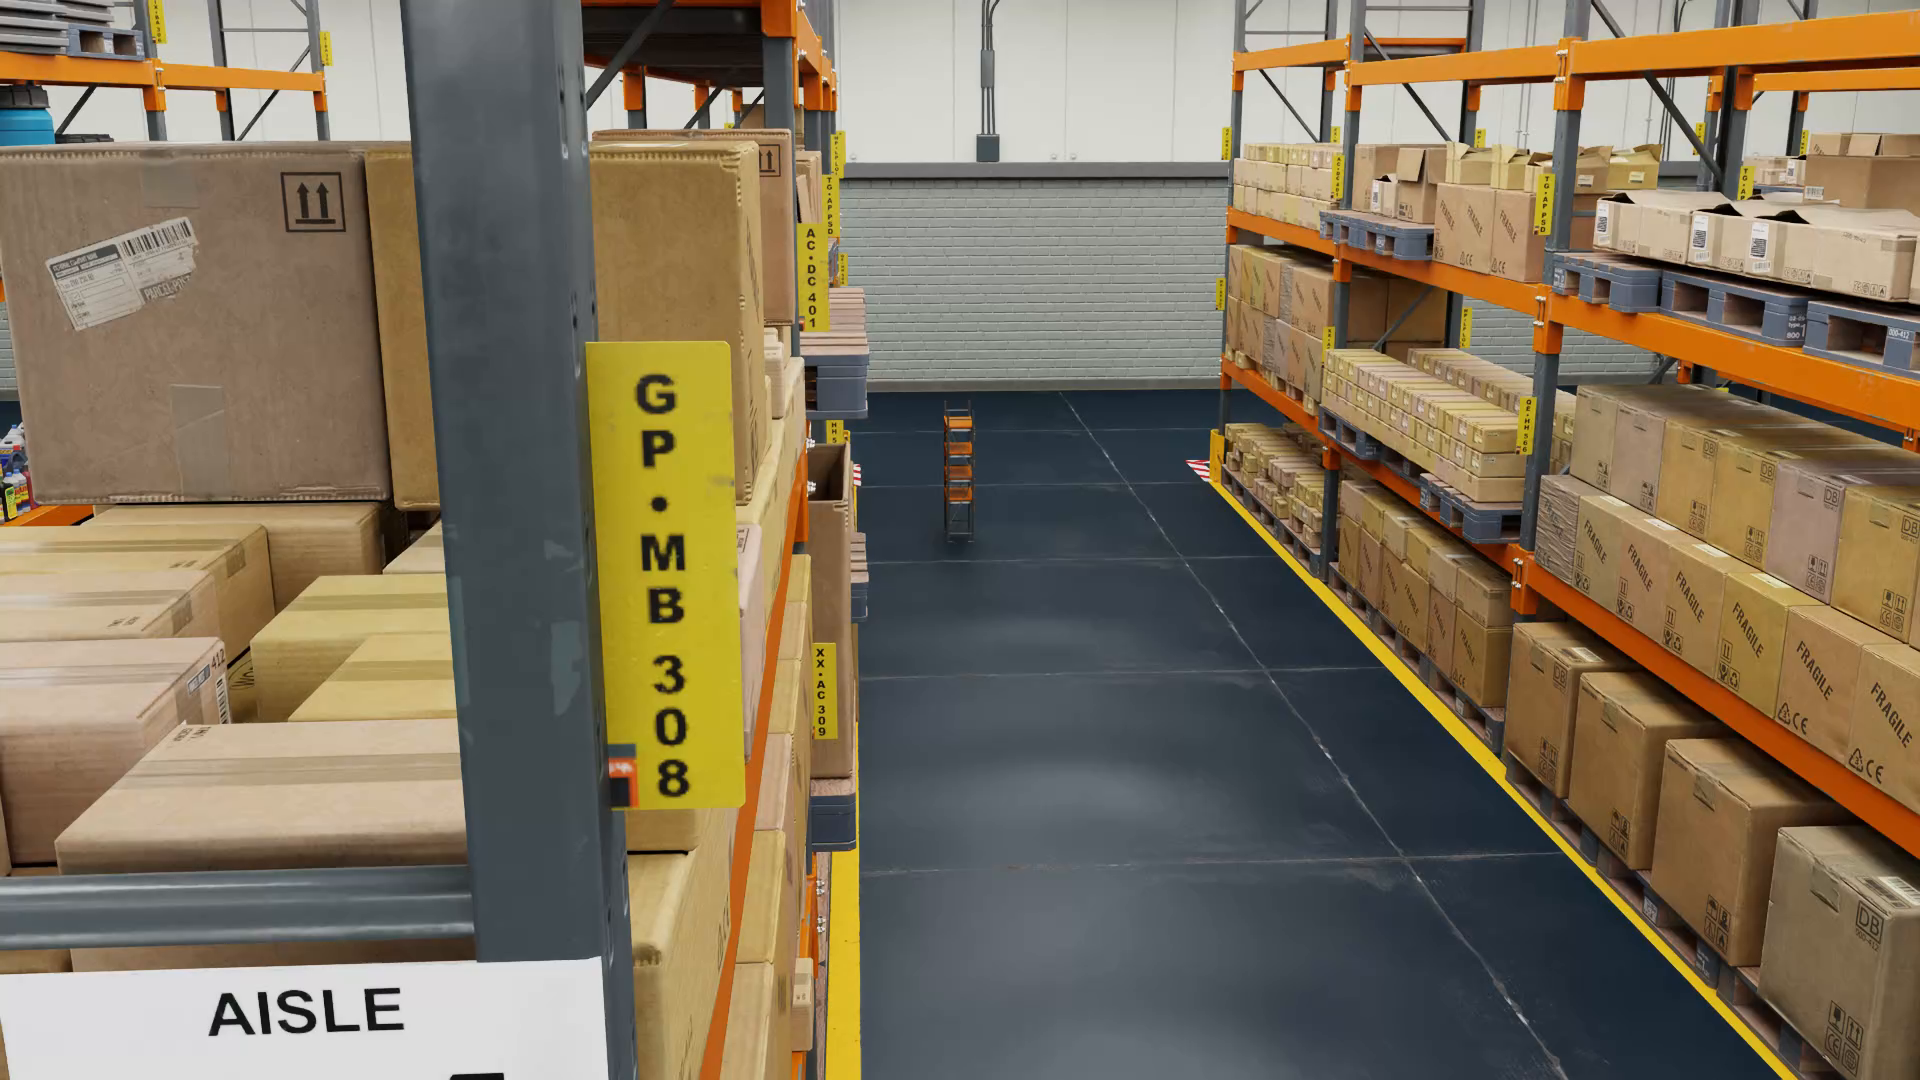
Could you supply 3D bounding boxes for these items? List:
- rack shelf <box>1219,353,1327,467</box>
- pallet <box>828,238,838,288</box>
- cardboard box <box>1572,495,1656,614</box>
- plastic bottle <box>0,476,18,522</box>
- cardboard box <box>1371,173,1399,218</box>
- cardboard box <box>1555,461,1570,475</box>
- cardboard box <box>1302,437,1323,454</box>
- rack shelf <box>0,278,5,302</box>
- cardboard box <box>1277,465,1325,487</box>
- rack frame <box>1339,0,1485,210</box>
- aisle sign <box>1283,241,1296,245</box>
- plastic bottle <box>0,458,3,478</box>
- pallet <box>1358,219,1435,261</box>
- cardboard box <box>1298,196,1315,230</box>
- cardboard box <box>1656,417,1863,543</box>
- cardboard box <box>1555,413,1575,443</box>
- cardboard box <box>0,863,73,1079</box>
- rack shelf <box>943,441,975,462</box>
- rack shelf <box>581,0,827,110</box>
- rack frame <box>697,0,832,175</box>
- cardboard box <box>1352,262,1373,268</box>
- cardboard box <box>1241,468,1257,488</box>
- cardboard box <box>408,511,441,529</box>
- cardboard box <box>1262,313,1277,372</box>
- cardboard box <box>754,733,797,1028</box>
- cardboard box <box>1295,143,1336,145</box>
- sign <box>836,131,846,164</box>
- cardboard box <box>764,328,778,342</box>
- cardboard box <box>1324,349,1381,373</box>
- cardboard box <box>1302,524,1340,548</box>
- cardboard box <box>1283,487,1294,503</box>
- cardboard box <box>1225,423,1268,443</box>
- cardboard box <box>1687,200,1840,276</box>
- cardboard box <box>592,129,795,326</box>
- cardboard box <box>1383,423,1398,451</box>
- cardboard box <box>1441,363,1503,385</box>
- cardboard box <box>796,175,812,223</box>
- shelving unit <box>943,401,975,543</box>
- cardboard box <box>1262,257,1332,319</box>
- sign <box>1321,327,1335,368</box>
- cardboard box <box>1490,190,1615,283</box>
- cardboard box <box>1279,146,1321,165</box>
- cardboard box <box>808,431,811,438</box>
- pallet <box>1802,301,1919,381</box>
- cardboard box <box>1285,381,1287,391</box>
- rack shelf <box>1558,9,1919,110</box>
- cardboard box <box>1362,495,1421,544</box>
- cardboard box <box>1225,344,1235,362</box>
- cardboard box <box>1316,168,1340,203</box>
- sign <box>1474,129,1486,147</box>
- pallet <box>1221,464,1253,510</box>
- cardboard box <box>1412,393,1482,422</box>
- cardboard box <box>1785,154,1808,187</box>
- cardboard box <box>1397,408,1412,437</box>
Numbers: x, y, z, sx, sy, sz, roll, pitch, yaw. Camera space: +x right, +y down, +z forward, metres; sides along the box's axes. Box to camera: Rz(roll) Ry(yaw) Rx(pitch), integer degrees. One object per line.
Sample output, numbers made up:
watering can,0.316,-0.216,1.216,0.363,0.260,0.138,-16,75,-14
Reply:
rack shelf,3.348,-1.271,15.391,1.077,0.370,4.000,-1,14,-3
pallet,-1.330,-1.597,9.571,1.213,0.211,1.003,0,14,-1
cardboard box,3.512,0.066,8.548,0.500,0.500,0.500,-1,14,-4
plastic bottle,-5.890,-0.262,10.260,0.061,0.283,0.133,-1,14,-3
cardboard box,3.317,-2.513,12.090,0.500,0.311,0.500,-1,14,-4
cardboard box,3.877,-0.390,10.185,0.380,0.149,0.250,0,14,-1
cardboard box,3.564,-0.909,16.224,0.380,0.149,0.250,-1,15,-6
rack shelf,-6.304,-1.601,10.654,1.077,0.370,4.000,-1,14,-3
cardboard box,3.065,-0.574,14.922,0.380,0.149,0.250,-2,15,-6
rack frame,3.472,-4.028,12.621,1.000,3.000,0.127,-1,14,-3
aisle sign,3.519,-3.399,17.000,0.394,0.787,0.004,-1,14,-3
plastic bottle,-6.585,-0.496,11.332,0.097,0.201,0.097,0,14,0
pallet,3.471,-2.071,11.413,1.213,0.211,1.003,-1,14,-3
cardboard box,3.153,-2.745,13.955,0.500,0.250,0.500,-1,14,-4
cardboard box,3.804,-0.295,7.946,0.700,0.500,0.500,-1,14,-4
cardboard box,3.865,-0.682,10.125,0.380,0.149,0.250,-1,14,-5
cardboard box,-1.025,0.417,1.665,0.500,0.250,0.500,-1,14,-2
rack shelf,-0.010,-0.774,14.998,0.258,0.148,0.480,-1,14,-3
rack shelf,-1.113,-1.942,6.761,1.077,0.370,4.000,-1,14,-3
rack frame,-1.485,-3.976,12.421,1.000,3.000,0.127,-1,14,-3
cardboard box,3.640,-2.170,14.634,0.500,0.500,0.500,-1,14,-3
cardboard box,2.964,-0.614,16.271,0.380,0.149,0.250,-1,14,-3
cardboard box,-1.114,-0.116,2.940,0.380,0.149,0.250,-2,15,-6
cardboard box,3.090,-1.812,15.253,0.500,0.500,0.500,-1,14,-5
cardboard box,-0.597,0.723,3.393,0.500,0.500,0.500,-1,14,-3
cardboard box,3.477,-3.792,16.221,0.380,0.149,0.250,-1,14,-3
sign,-1.190,-3.914,16.580,0.100,0.325,0.005,-1,14,-3
cardboard box,-0.653,-0.449,4.233,0.380,0.149,0.250,-2,15,-6
cardboard box,3.037,-1.387,12.865,0.380,0.149,0.250,0,14,-1
cardboard box,3.108,-0.037,14.030,0.380,0.149,0.250,-1,14,-3
cardboard box,3.119,-0.423,14.932,0.380,0.149,0.250,-1,14,-2
cardboard box,2.918,-1.092,16.937,0.380,0.149,0.250,-2,15,-6
cardboard box,3.608,-1.353,7.381,0.500,0.311,0.500,-1,14,-4
cardboard box,-0.707,-0.861,4.531,0.500,0.500,0.500,-1,14,-5
cardboard box,3.136,-0.712,11.434,0.380,0.149,0.250,-2,15,-6
cardboard box,3.740,-1.199,12.134,0.380,0.149,0.250,-1,14,-4
cardboard box,-0.979,-1.140,6.368,0.797,0.503,0.637,0,14,-1
shelving unit,-0.010,-0.622,15.037,0.258,1.200,0.503,-1,14,-3
cardboard box,3.070,-2.296,15.127,0.500,0.500,0.500,-1,14,-5
sign,2.931,-1.531,13.221,0.100,0.325,0.005,-1,14,-3
cardboard box,3.431,-1.767,9.653,0.500,0.500,0.500,-1,14,-3
cardboard box,3.038,-3.395,14.680,0.380,0.149,0.250,-1,14,-4
cardboard box,-1.030,-0.378,10.274,0.500,0.500,0.500,-1,14,-5
pallet,3.862,-0.720,6.169,0.805,0.209,1.217,-1,15,-6
cardboard box,3.138,-1.394,14.927,0.380,0.149,0.250,-1,14,-4
rack shelf,3.844,-1.993,6.961,1.077,0.370,4.000,-1,14,-3
cardboard box,3.290,-0.158,12.290,0.500,0.250,0.500,0,14,-2
cardboard box,2.917,-1.910,16.934,0.380,0.149,0.250,-1,14,-4
cardboard box,3.190,-2.855,13.382,0.500,0.250,0.500,-2,15,-6
sign,4.026,-3.026,12.918,0.100,0.325,0.005,-1,14,-3
pallet,3.244,-0.545,16.722,1.003,0.211,1.213,-1,14,-3
cardboard box,3.173,-0.866,10.841,0.380,0.149,0.250,-1,14,-3
cardboard box,8.201,-3.507,15.752,0.500,0.311,0.500,-1,14,-2
cardboard box,3.153,-0.790,11.141,0.380,0.149,0.250,-1,14,-2
